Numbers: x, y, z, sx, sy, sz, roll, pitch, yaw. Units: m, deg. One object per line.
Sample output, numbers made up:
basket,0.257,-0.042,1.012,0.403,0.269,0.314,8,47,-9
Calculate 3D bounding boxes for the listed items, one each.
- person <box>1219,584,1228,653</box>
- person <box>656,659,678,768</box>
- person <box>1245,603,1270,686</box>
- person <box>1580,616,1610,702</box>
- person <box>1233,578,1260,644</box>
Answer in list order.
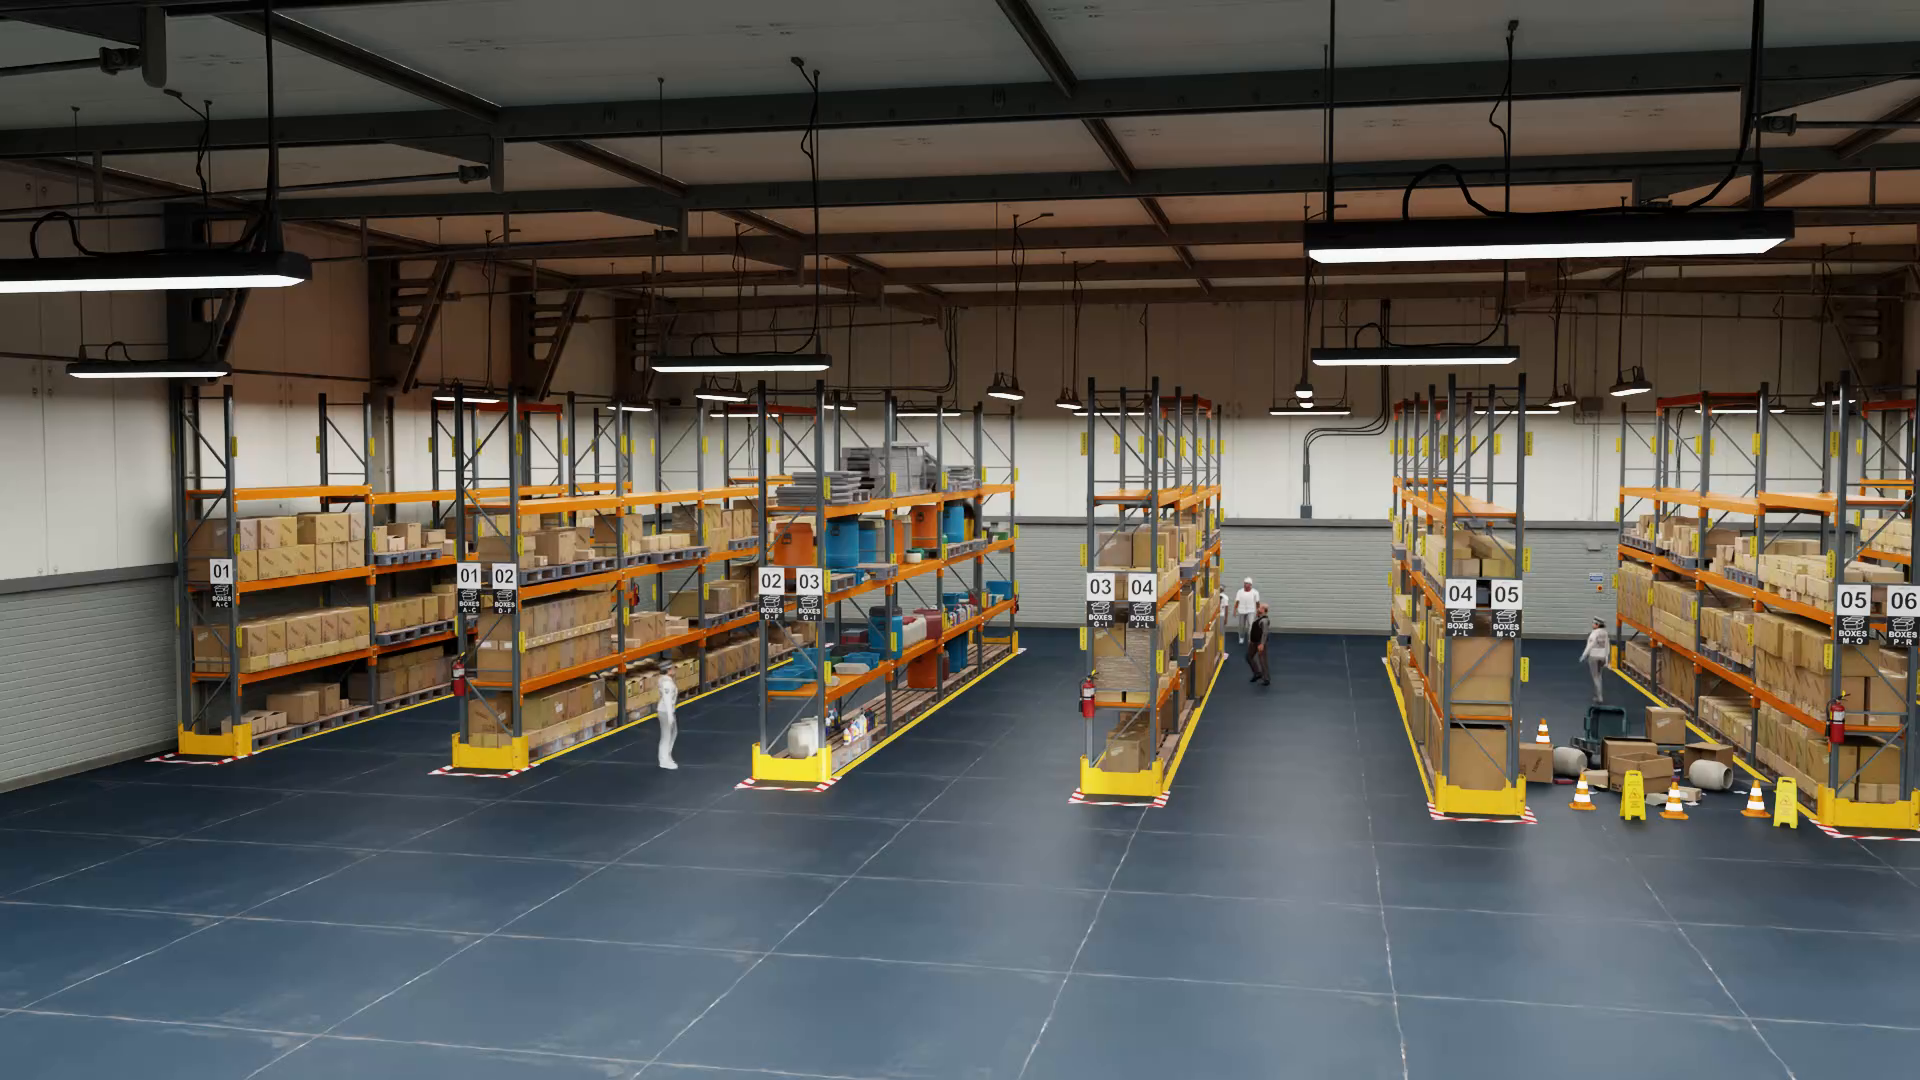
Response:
person,6.327,1.895,40.658,0.467,1.703,0.502,1,3,11
person,-4.572,2.731,25.978,0.340,1.725,0.567,-1,3,-10
person,6.320,2.183,34.999,0.397,1.725,0.662,-1,3,-18
person,12.449,2.340,32.532,0.555,1.723,0.651,0,3,-7
person,7.184,1.808,41.618,0.684,1.727,1.002,0,3,6
